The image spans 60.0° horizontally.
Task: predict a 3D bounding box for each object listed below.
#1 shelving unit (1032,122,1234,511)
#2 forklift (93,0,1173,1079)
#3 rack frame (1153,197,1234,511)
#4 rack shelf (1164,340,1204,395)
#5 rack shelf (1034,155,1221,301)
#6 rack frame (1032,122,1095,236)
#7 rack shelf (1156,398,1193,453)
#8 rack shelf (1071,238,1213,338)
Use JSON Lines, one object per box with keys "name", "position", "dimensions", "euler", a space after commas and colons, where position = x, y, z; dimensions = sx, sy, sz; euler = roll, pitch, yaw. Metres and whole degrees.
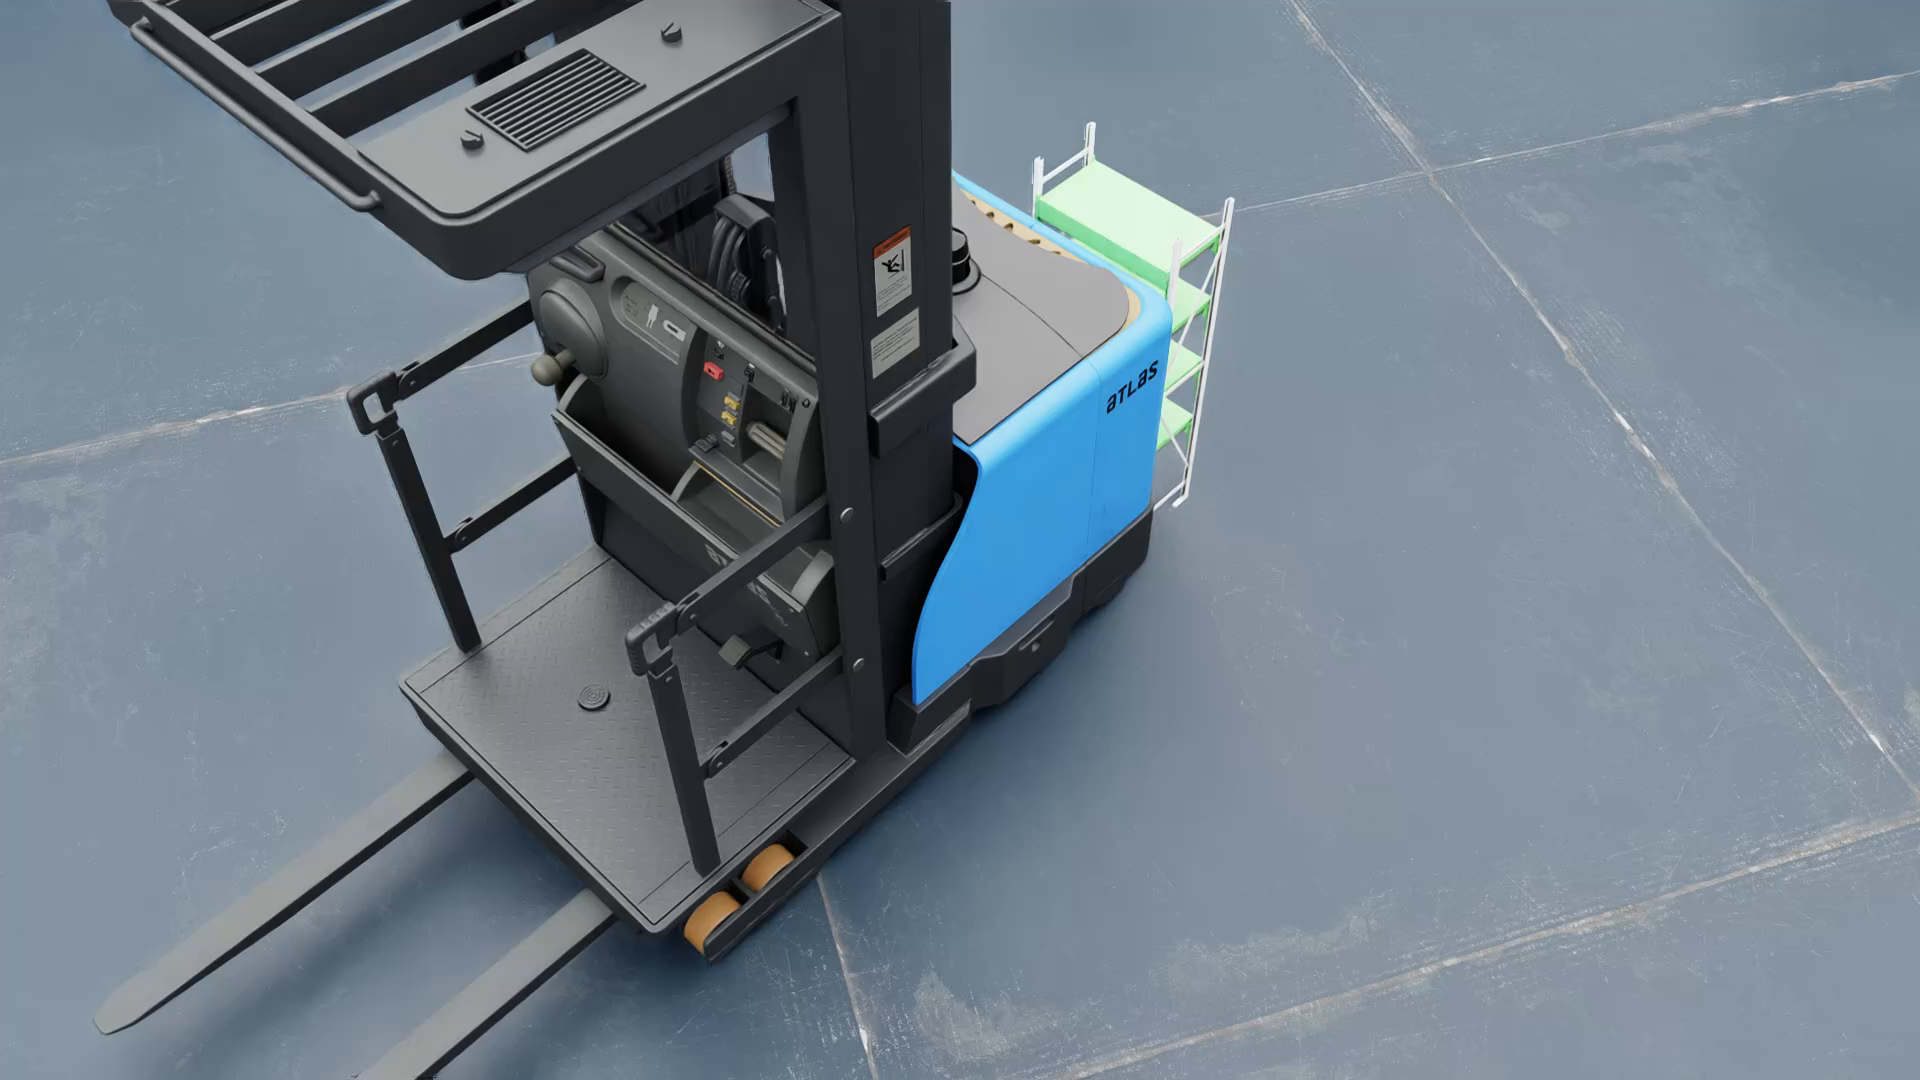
{"name": "shelving unit", "position": [0.469, -0.590, 4.962], "dimensions": [0.503, 1.200, 0.258], "euler": [36, 59, 26]}
{"name": "forklift", "position": [-0.798, -0.315, 3.598], "dimensions": [1.130, 2.935, 3.031], "euler": [36, 59, 26]}
{"name": "rack frame", "position": [0.647, -0.461, 4.854], "dimensions": [0.015, 1.200, 0.240], "euler": [36, 59, 26]}
{"name": "rack shelf", "position": [0.469, -0.549, 5.011], "dimensions": [0.480, 0.148, 0.258], "euler": [36, 59, 26]}
{"name": "rack shelf", "position": [0.470, -0.858, 4.644], "dimensions": [0.480, 0.148, 0.258], "euler": [36, 59, 26]}
{"name": "rack frame", "position": [0.292, -0.718, 5.071], "dimensions": [0.015, 1.200, 0.240], "euler": [36, 59, 26]}
{"name": "rack shelf", "position": [0.469, -0.394, 5.195], "dimensions": [0.480, 0.148, 0.258], "euler": [36, 59, 26]}
{"name": "rack shelf", "position": [0.469, -0.703, 4.828], "dimensions": [0.480, 0.148, 0.258], "euler": [36, 59, 26]}
